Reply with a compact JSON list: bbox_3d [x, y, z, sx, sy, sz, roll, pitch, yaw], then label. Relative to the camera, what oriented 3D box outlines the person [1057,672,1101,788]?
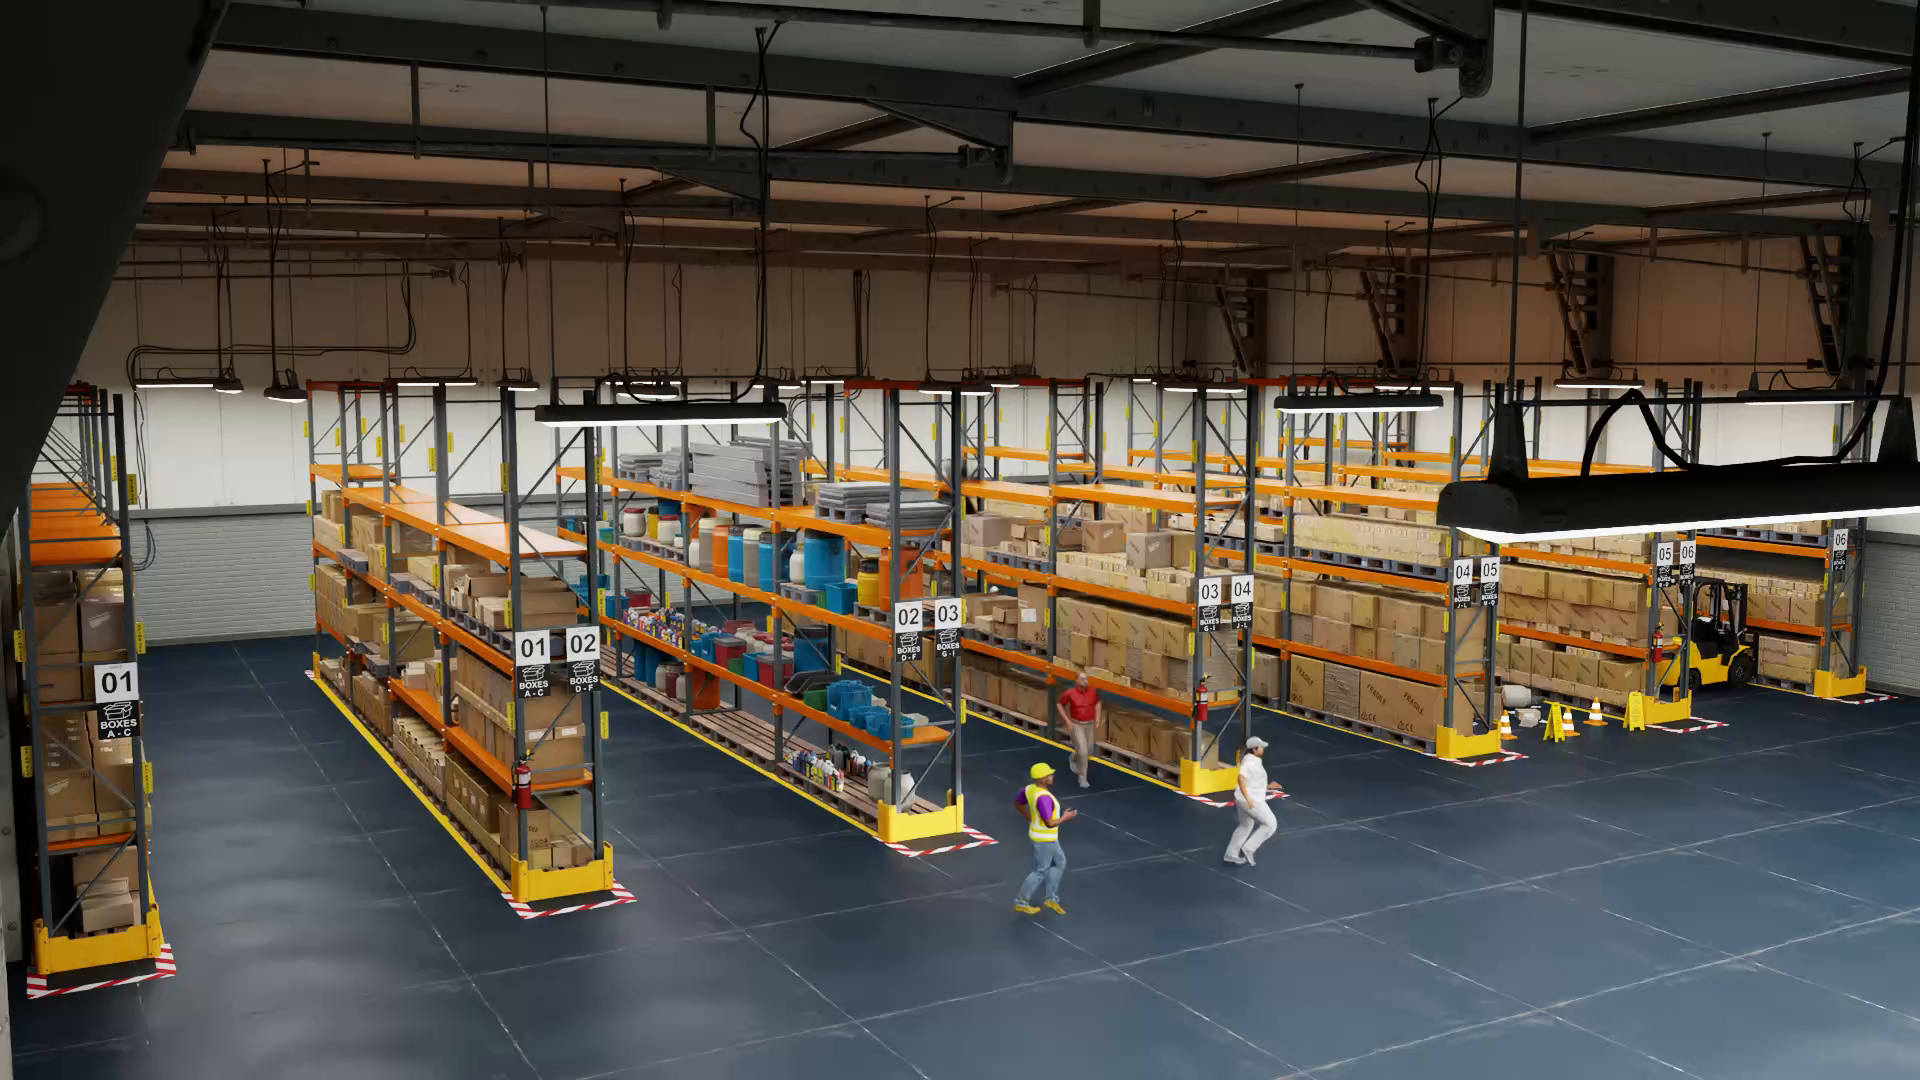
[{"bbox_3d":[1.802,2.830,25.146,0.679,1.721,0.793,-3,7,-26],"label":"person"}]

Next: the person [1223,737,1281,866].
[{"bbox_3d":[3.697,3.286,20.942,0.721,1.631,0.576,0,6,-3],"label":"person"}]

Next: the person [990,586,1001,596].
[{"bbox_3d":[0.774,1.825,34.206,0.649,1.740,0.601,-4,7,-35],"label":"person"}]

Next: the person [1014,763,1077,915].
[{"bbox_3d":[0.964,3.439,18.980,0.717,1.825,0.674,-1,6,-6],"label":"person"}]
